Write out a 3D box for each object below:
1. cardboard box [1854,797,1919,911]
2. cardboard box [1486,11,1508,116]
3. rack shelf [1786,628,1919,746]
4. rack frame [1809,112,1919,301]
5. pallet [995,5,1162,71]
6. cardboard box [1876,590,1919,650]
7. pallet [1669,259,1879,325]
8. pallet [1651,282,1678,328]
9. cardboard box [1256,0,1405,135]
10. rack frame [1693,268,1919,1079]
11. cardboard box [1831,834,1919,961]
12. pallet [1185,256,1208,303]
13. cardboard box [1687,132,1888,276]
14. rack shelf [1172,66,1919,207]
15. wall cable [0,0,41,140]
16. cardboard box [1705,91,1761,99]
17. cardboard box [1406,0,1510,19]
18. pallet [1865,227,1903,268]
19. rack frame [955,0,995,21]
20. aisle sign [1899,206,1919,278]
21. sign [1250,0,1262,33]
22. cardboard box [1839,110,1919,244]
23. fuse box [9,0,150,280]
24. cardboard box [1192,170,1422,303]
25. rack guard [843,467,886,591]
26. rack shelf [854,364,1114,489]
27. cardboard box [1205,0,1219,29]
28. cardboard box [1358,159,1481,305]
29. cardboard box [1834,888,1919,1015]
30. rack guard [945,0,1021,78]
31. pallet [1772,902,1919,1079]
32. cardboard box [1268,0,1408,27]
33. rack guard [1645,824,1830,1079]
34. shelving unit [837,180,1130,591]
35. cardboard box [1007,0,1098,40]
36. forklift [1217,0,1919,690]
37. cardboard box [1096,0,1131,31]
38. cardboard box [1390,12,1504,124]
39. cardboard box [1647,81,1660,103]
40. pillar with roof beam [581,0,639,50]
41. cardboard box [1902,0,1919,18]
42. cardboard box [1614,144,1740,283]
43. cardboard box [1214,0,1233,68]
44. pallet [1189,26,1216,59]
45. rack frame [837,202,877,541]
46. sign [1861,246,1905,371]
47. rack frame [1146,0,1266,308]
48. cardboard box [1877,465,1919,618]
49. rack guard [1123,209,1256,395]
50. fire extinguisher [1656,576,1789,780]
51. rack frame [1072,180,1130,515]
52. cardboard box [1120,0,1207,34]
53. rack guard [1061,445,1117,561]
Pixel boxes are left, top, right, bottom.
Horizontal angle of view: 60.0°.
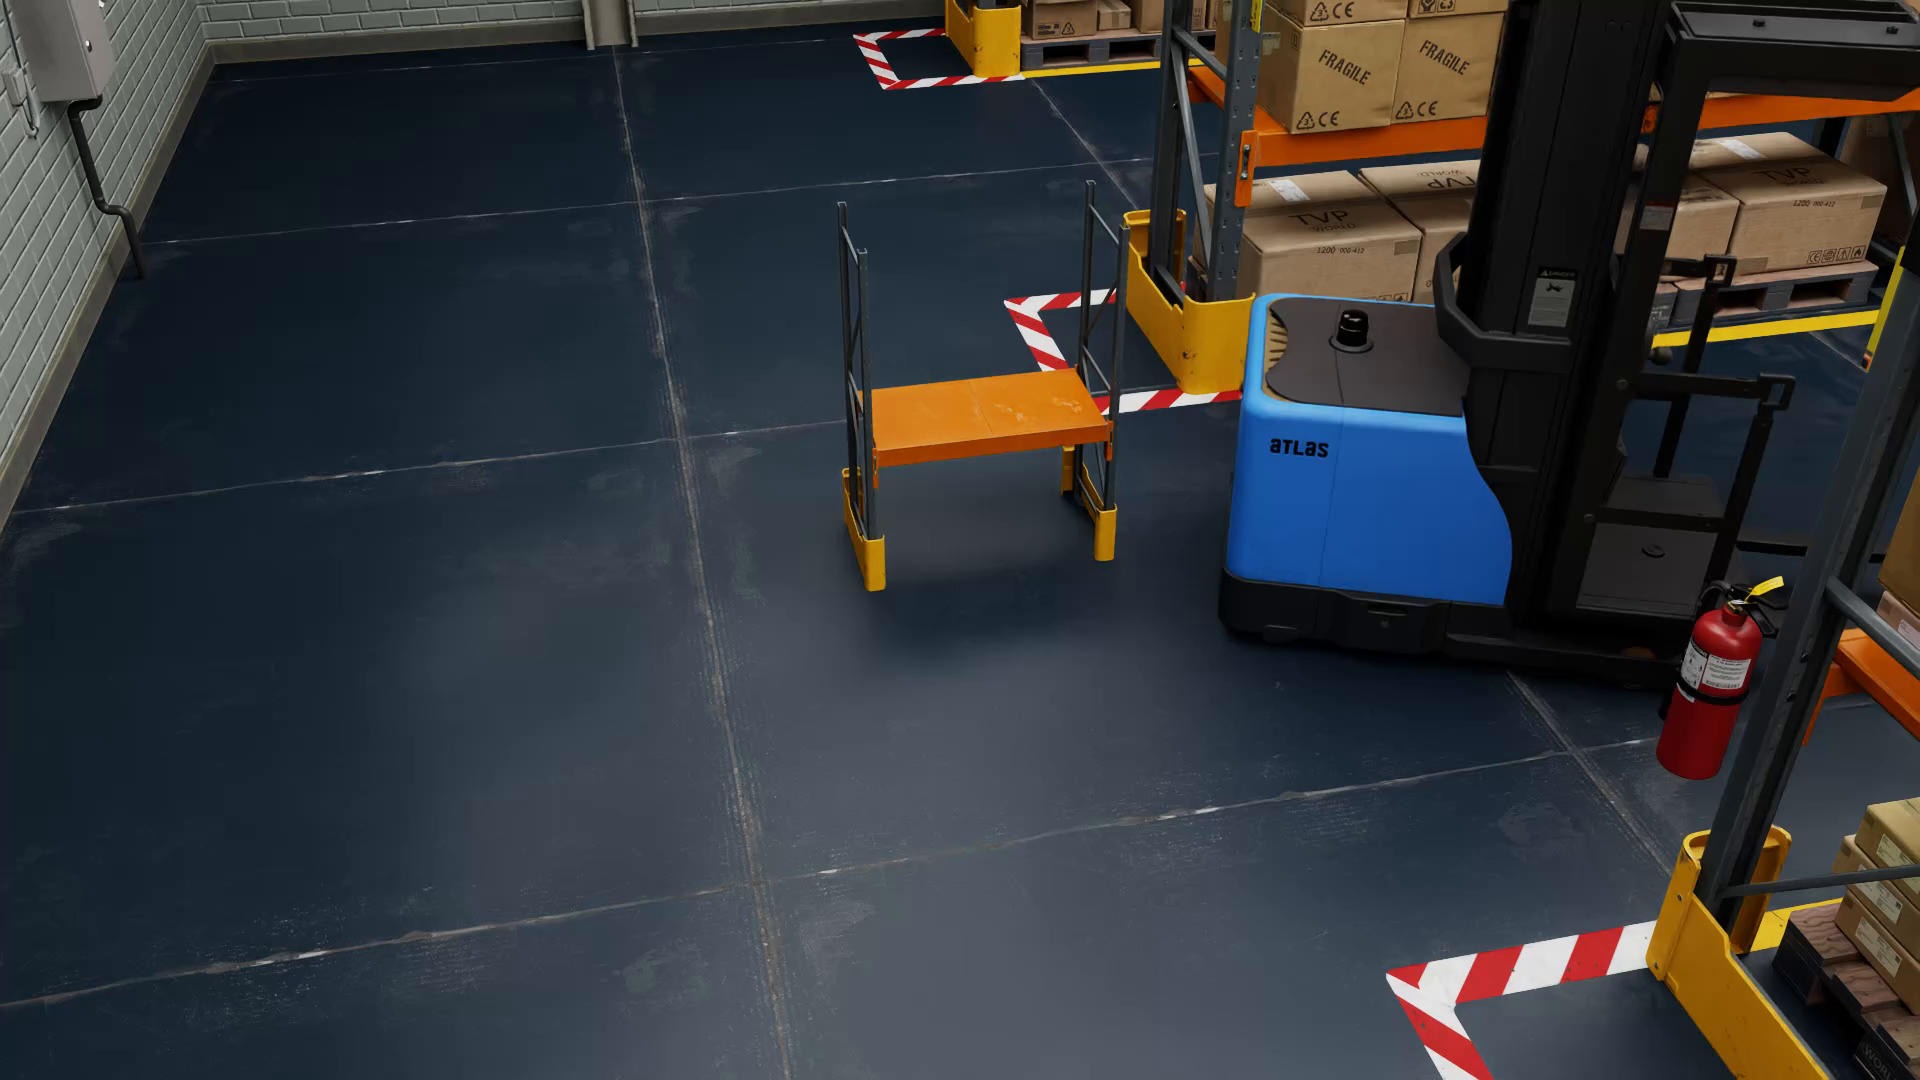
[{"bbox_3d":[2.840,0.930,4.819,0.250,0.149,0.380,-7,34,-10],"label":"cardboard box"},{"bbox_3d":[2.708,-2.382,8.017,0.500,0.500,0.500,-7,35,-11],"label":"cardboard box"},{"bbox_3d":[4.330,0.424,4.572,4.000,0.370,1.077,-7,35,-11],"label":"rack shelf"},{"bbox_3d":[5.090,-2.799,8.729,0.127,3.000,1.000,-7,35,-11],"label":"rack frame"},{"bbox_3d":[0.942,-3.954,12.953,1.213,0.211,1.003,-7,35,-11],"label":"pallet"},{"bbox_3d":[2.635,0.281,4.364,0.250,0.149,0.380,-7,35,-10],"label":"cardboard box"},{"bbox_3d":[4.331,-1.590,9.430,1.213,0.211,1.003,-7,35,-11],"label":"pallet"},{"bbox_3d":[3.139,-1.438,9.203,1.213,0.211,1.003,-7,35,-11],"label":"pallet"},{"bbox_3d":[1.720,-2.252,7.824,0.500,0.500,0.500,-7,35,-11],"label":"cardboard box"},{"bbox_3d":[2.379,0.371,4.005,0.127,3.000,1.000,-7,35,-11],"label":"rack frame"},{"bbox_3d":[2.831,1.037,4.928,0.250,0.149,0.380,-8,35,-12],"label":"cardboard box"},{"bbox_3d":[1.951,-1.290,8.983,1.213,0.211,1.003,-7,35,-11],"label":"pallet"},{"bbox_3d":[4.454,-1.890,9.298,0.875,0.438,0.875,-8,35,-11],"label":"cardboard box"},{"bbox_3d":[3.139,-2.254,8.563,4.000,0.370,1.077,-7,35,-11],"label":"rack shelf"},{"bbox_3d":[-4.630,-2.792,7.808,0.122,1.984,0.588,-7,35,-11],"label":"wall cable"},{"bbox_3d":[3.706,-2.508,8.206,0.500,0.500,0.500,-8,35,-11],"label":"cardboard box"},{"bbox_3d":[2.222,-2.735,7.647,0.500,0.500,0.500,-8,35,-12],"label":"cardboard box"},{"bbox_3d":[5.826,-1.777,9.708,1.213,0.211,1.003,-7,35,-11],"label":"pallet"},{"bbox_3d":[0.090,-5.004,12.015,0.127,3.000,1.000,-7,35,-11],"label":"rack frame"},{"bbox_3d":[2.242,-0.863,3.511,0.004,0.787,0.394,-7,35,-11],"label":"aisle sign"},{"bbox_3d":[1.305,-2.397,7.282,0.005,0.325,0.100,-7,35,-11],"label":"sign"},{"bbox_3d":[5.677,-2.211,9.382,0.875,0.875,0.875,-6,34,-9],"label":"cardboard box"},{"bbox_3d":[-4.627,-2.226,9.031,0.414,1.711,0.539,-7,35,-11],"label":"fuse box"},{"bbox_3d":[1.810,-1.553,8.795,0.875,0.438,0.875,-8,35,-12],"label":"cardboard box"},{"bbox_3d":[-0.411,-0.052,7.103,0.087,0.250,0.587,-7,35,-11],"label":"rack guard"},{"bbox_3d":[0.083,-0.484,6.948,1.000,0.185,0.538,-7,35,-11],"label":"rack shelf"},{"bbox_3d":[2.088,-4.259,12.771,0.500,0.500,0.500,-7,34,-10],"label":"cardboard box"},{"bbox_3d":[2.701,-1.670,8.969,0.875,0.438,0.875,-6,34,-9],"label":"cardboard box"},{"bbox_3d":[2.847,1.202,4.948,0.250,0.149,0.380,-7,34,-10],"label":"cardboard box"},{"bbox_3d":[0.164,-3.976,12.726,0.348,0.500,1.175,-7,35,-11],"label":"rack guard"},{"bbox_3d":[3.254,1.439,4.917,1.213,0.211,1.003,-7,35,-11],"label":"pallet"},{"bbox_3d":[1.720,-2.668,7.547,0.500,0.500,0.500,-8,35,-12],"label":"cardboard box"},{"bbox_3d":[2.453,1.399,4.716,0.348,0.500,1.175,-7,35,-11],"label":"rack guard"},{"bbox_3d":[0.074,-0.632,6.846,1.083,1.500,0.587,-7,35,-11],"label":"shelving unit"},{"bbox_3d":[0.708,-4.166,12.629,0.637,0.503,0.797,-9,35,-12],"label":"cardboard box"},{"bbox_3d":[2.601,-0.943,6.025,3.031,2.935,1.130,6,34,9],"label":"forklift"},{"bbox_3d":[1.131,-4.050,12.774,0.250,0.149,0.380,-9,35,-12],"label":"cardboard box"},{"bbox_3d":[2.207,-2.329,7.939,0.500,0.500,0.500,-8,35,-11],"label":"cardboard box"},{"bbox_3d":[3.192,-2.452,8.123,0.500,0.500,0.500,-6,34,-9],"label":"cardboard box"},{"bbox_3d":[-1.789,-5.314,7.093,0.400,9.000,9.100,-7,35,-11],"label":"pillar with roof beam"},{"bbox_3d":[4.694,-2.644,8.409,0.500,0.500,0.500,-7,34,-10],"label":"cardboard box"},{"bbox_3d":[3.581,-1.780,9.133,0.875,0.438,0.875,-8,35,-12],"label":"cardboard box"},{"bbox_3d":[1.601,-2.552,8.271,0.500,0.500,0.500,-7,34,-10],"label":"cardboard box"},{"bbox_3d":[2.129,-4.102,13.174,1.213,0.211,1.003,-7,35,-11],"label":"pallet"},{"bbox_3d":[-0.413,-0.571,6.755,0.032,1.500,0.500,-7,35,-11],"label":"rack frame"},{"bbox_3d":[2.276,-0.545,4.048,0.005,0.325,0.100,-7,35,-11],"label":"sign"},{"bbox_3d":[1.189,-2.307,7.996,0.127,3.000,1.000,-7,35,-11],"label":"rack frame"},{"bbox_3d":[2.761,0.011,4.185,0.500,0.500,0.500,-6,34,-10],"label":"cardboard box"},{"bbox_3d":[1.165,-1.266,8.688,0.348,0.500,1.175,-7,35,-11],"label":"rack guard"},{"bbox_3d":[2.032,0.338,4.459,0.183,0.674,0.296,-7,35,-11],"label":"fire extinguisher"},{"bbox_3d":[0.579,-0.696,6.941,0.032,1.500,0.500,-7,35,-11],"label":"rack frame"},{"bbox_3d":[1.550,-4.248,12.755,0.500,0.500,0.700,-6,34,-9],"label":"cardboard box"},{"bbox_3d":[0.560,-0.174,7.286,0.087,0.250,0.587,-7,35,-11],"label":"rack guard"}]
